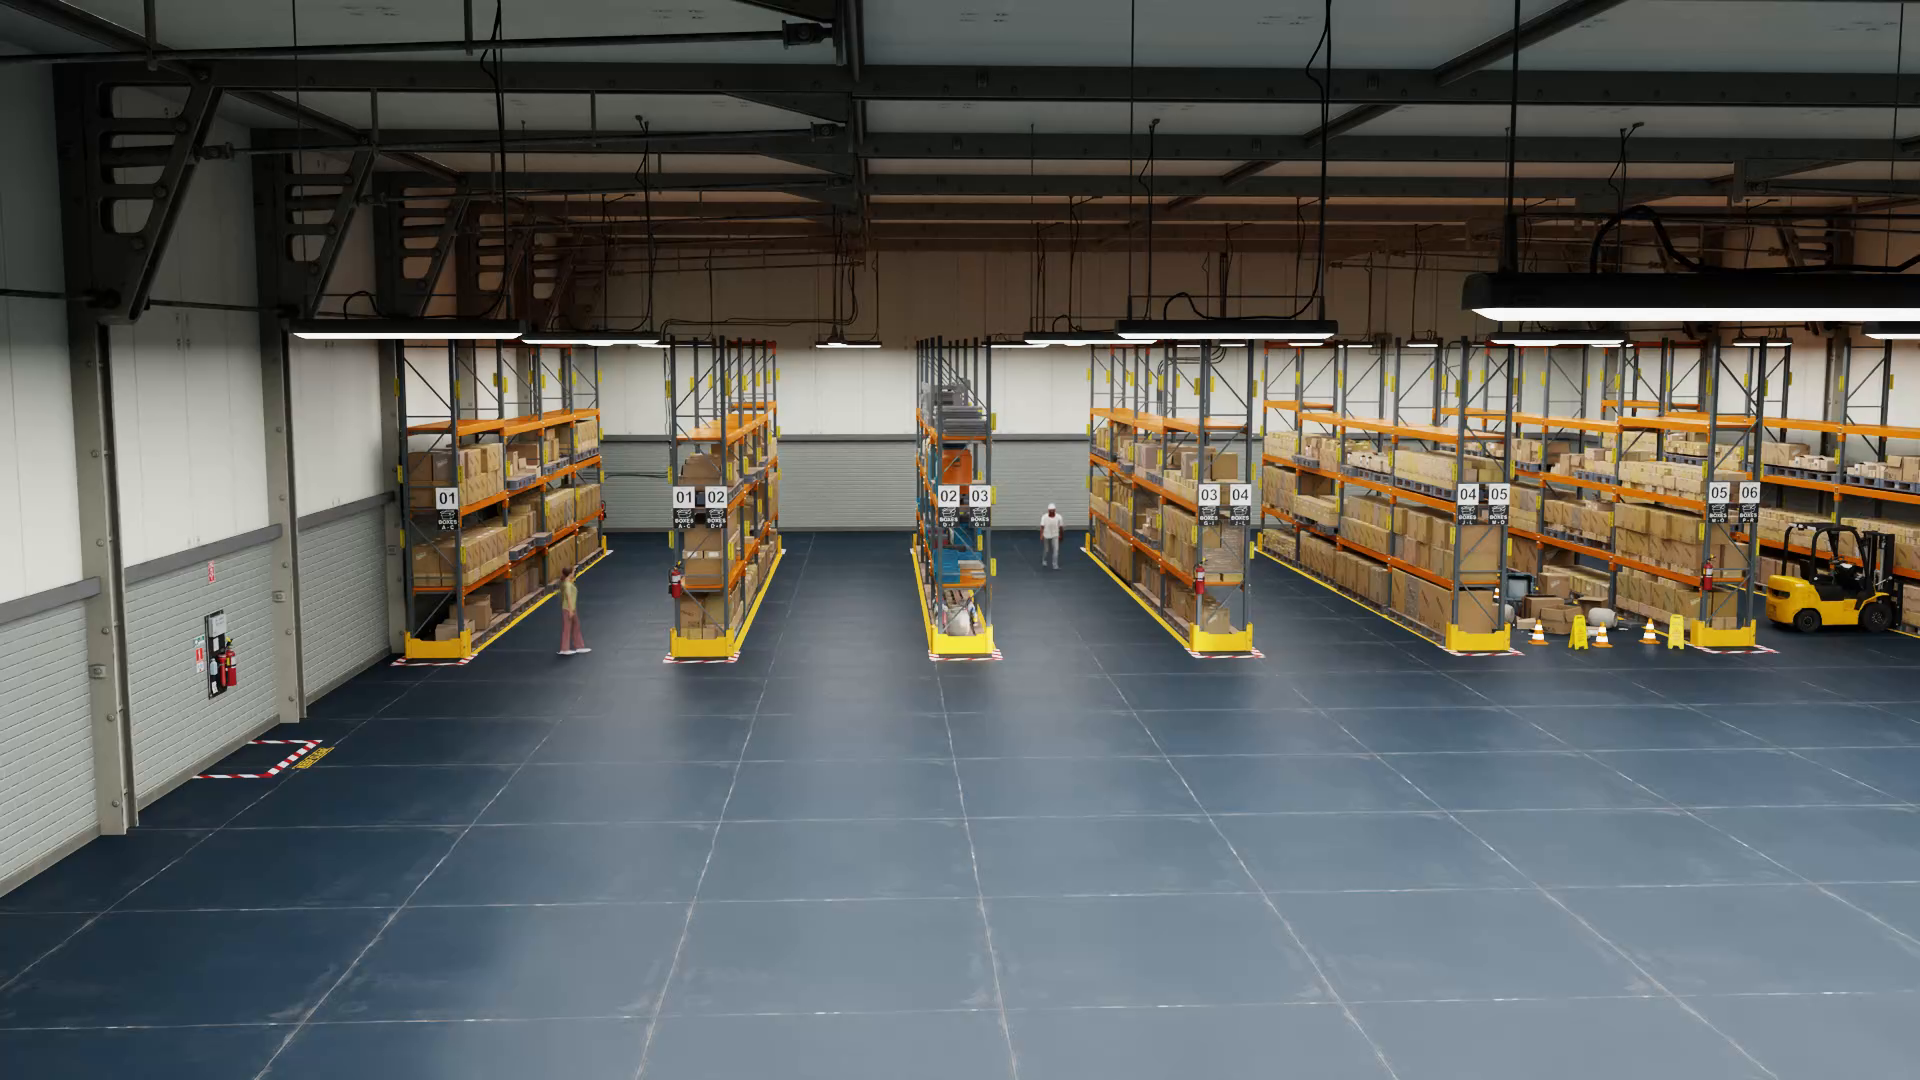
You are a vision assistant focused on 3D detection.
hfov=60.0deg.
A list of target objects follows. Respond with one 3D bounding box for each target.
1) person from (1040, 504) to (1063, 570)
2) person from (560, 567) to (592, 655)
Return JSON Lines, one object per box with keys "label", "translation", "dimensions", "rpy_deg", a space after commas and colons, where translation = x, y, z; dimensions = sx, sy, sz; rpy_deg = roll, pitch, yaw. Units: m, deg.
{"label": "person", "translation": [2.409, -0.093, 43.715], "dimensions": [0.645, 1.730, 0.989], "rpy_deg": [-1, 7, -9]}
{"label": "person", "translation": [-7.295, 1.333, 31.433], "dimensions": [0.570, 1.674, 0.466], "rpy_deg": [-1, 7, -5]}
